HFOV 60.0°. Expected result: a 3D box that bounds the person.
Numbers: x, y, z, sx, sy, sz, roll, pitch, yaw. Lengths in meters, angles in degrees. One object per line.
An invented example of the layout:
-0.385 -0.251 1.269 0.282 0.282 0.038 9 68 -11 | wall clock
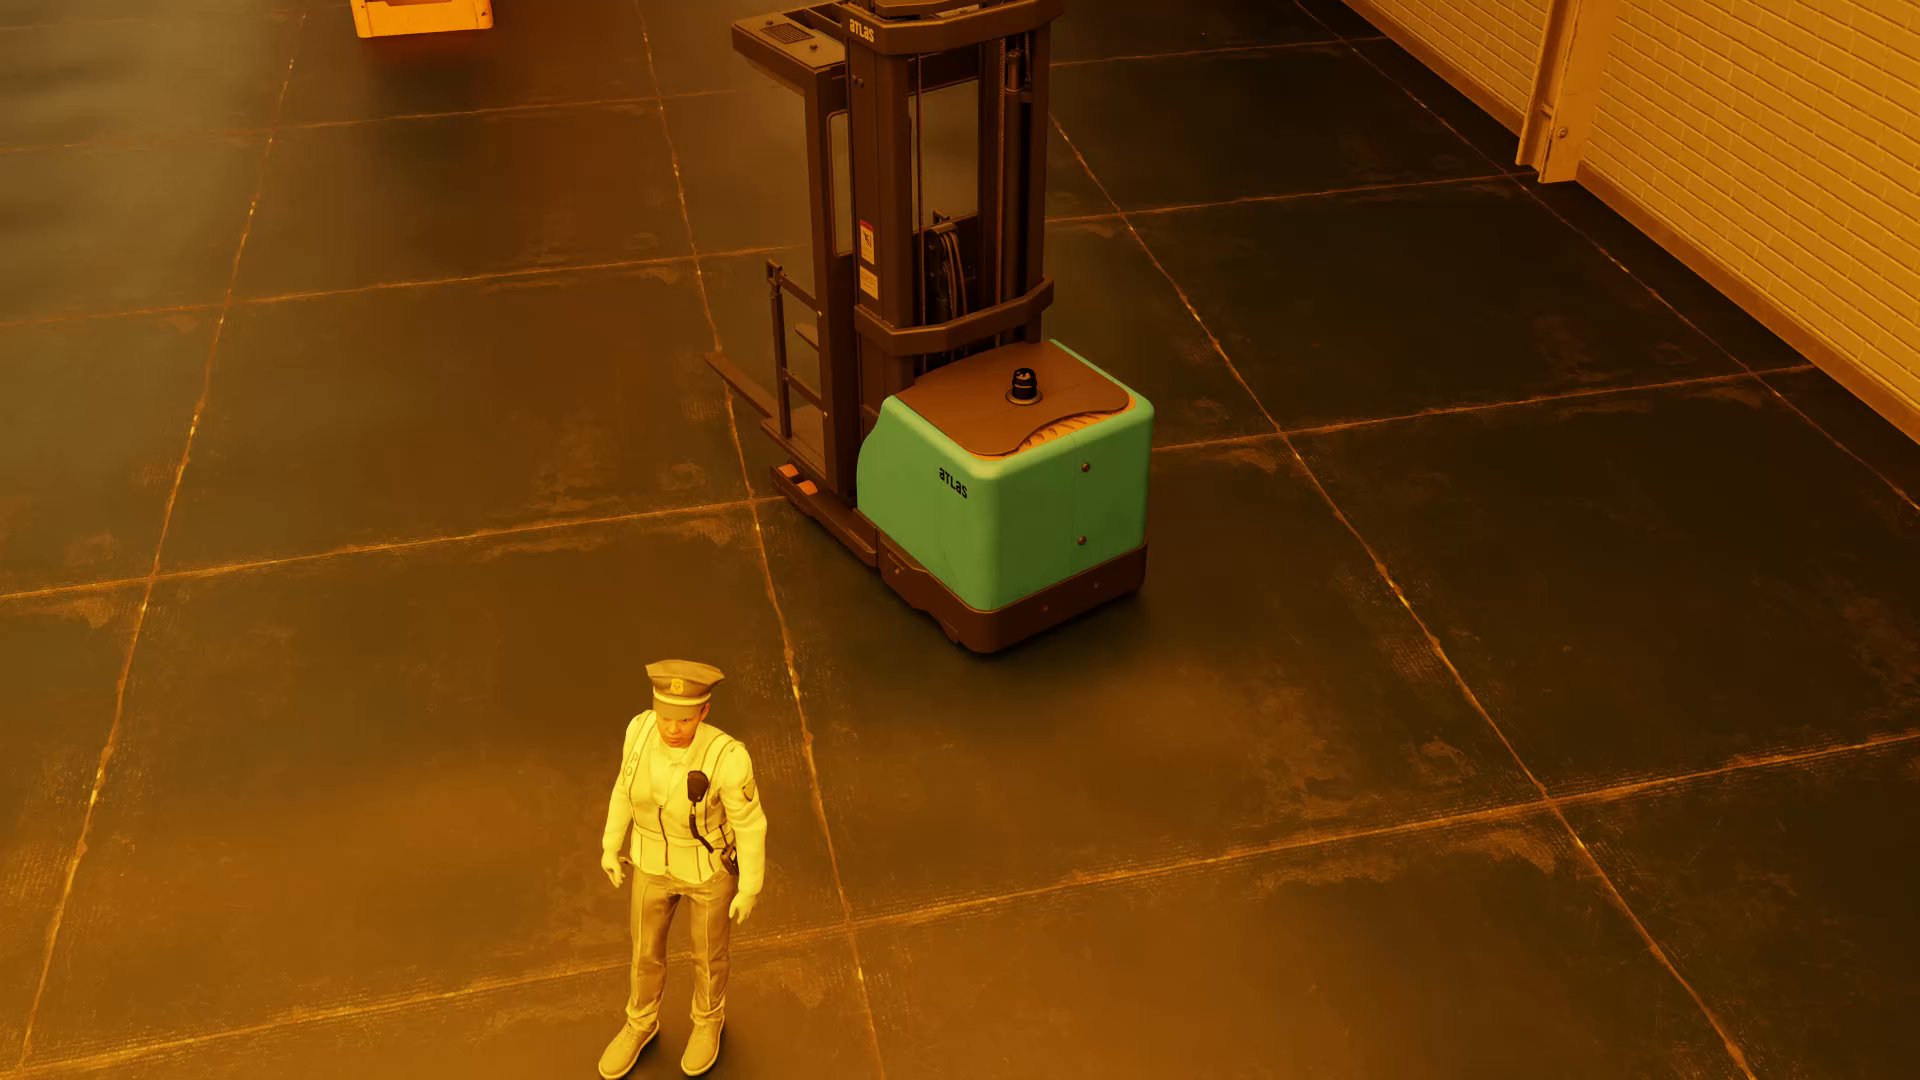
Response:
-0.942 1.125 5.534 0.588 1.697 0.534 11 37 15 | person

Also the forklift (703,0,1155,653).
-0.350 -1.480 8.107 1.130 2.935 3.031 -22 41 -28 | forklift
